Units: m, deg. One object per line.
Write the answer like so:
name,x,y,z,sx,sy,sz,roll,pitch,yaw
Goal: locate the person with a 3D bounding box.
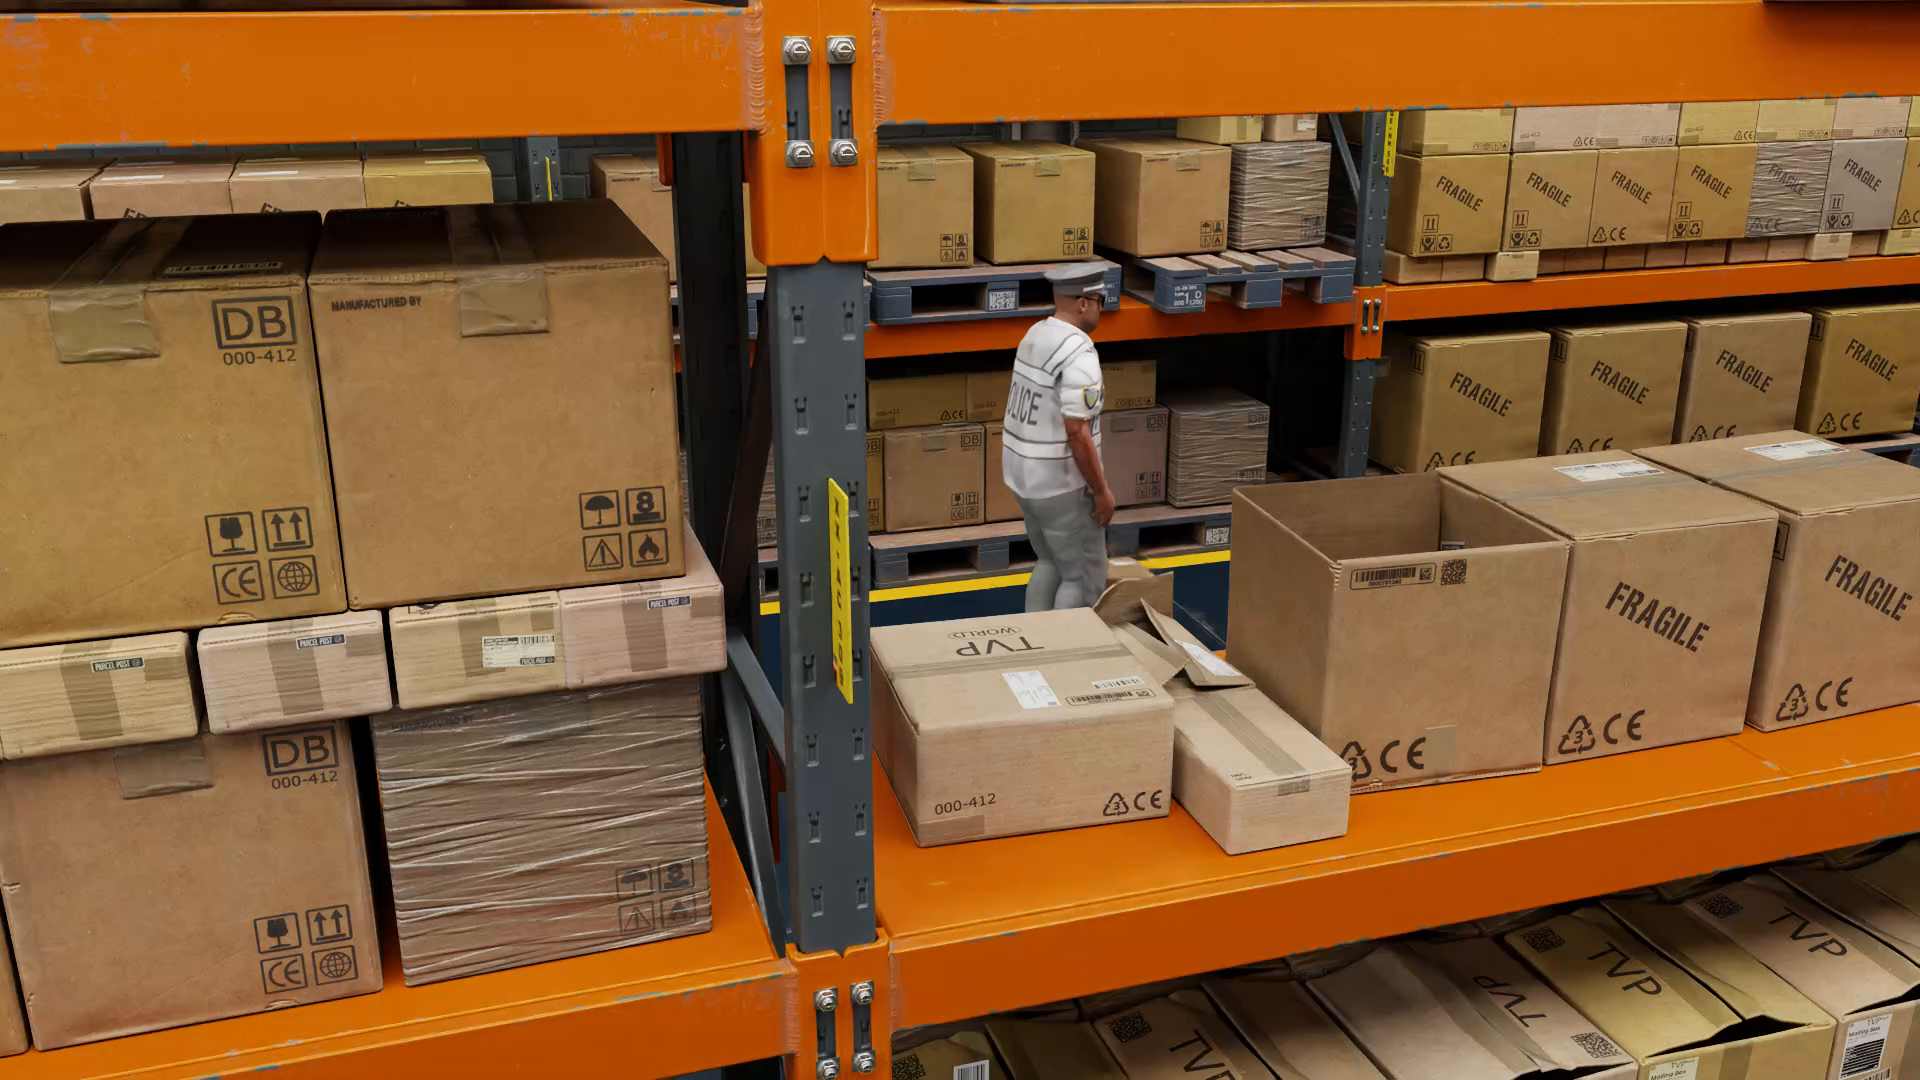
person,0.408,-0.239,6.743,0.438,1.750,0.568,-7,20,-19
